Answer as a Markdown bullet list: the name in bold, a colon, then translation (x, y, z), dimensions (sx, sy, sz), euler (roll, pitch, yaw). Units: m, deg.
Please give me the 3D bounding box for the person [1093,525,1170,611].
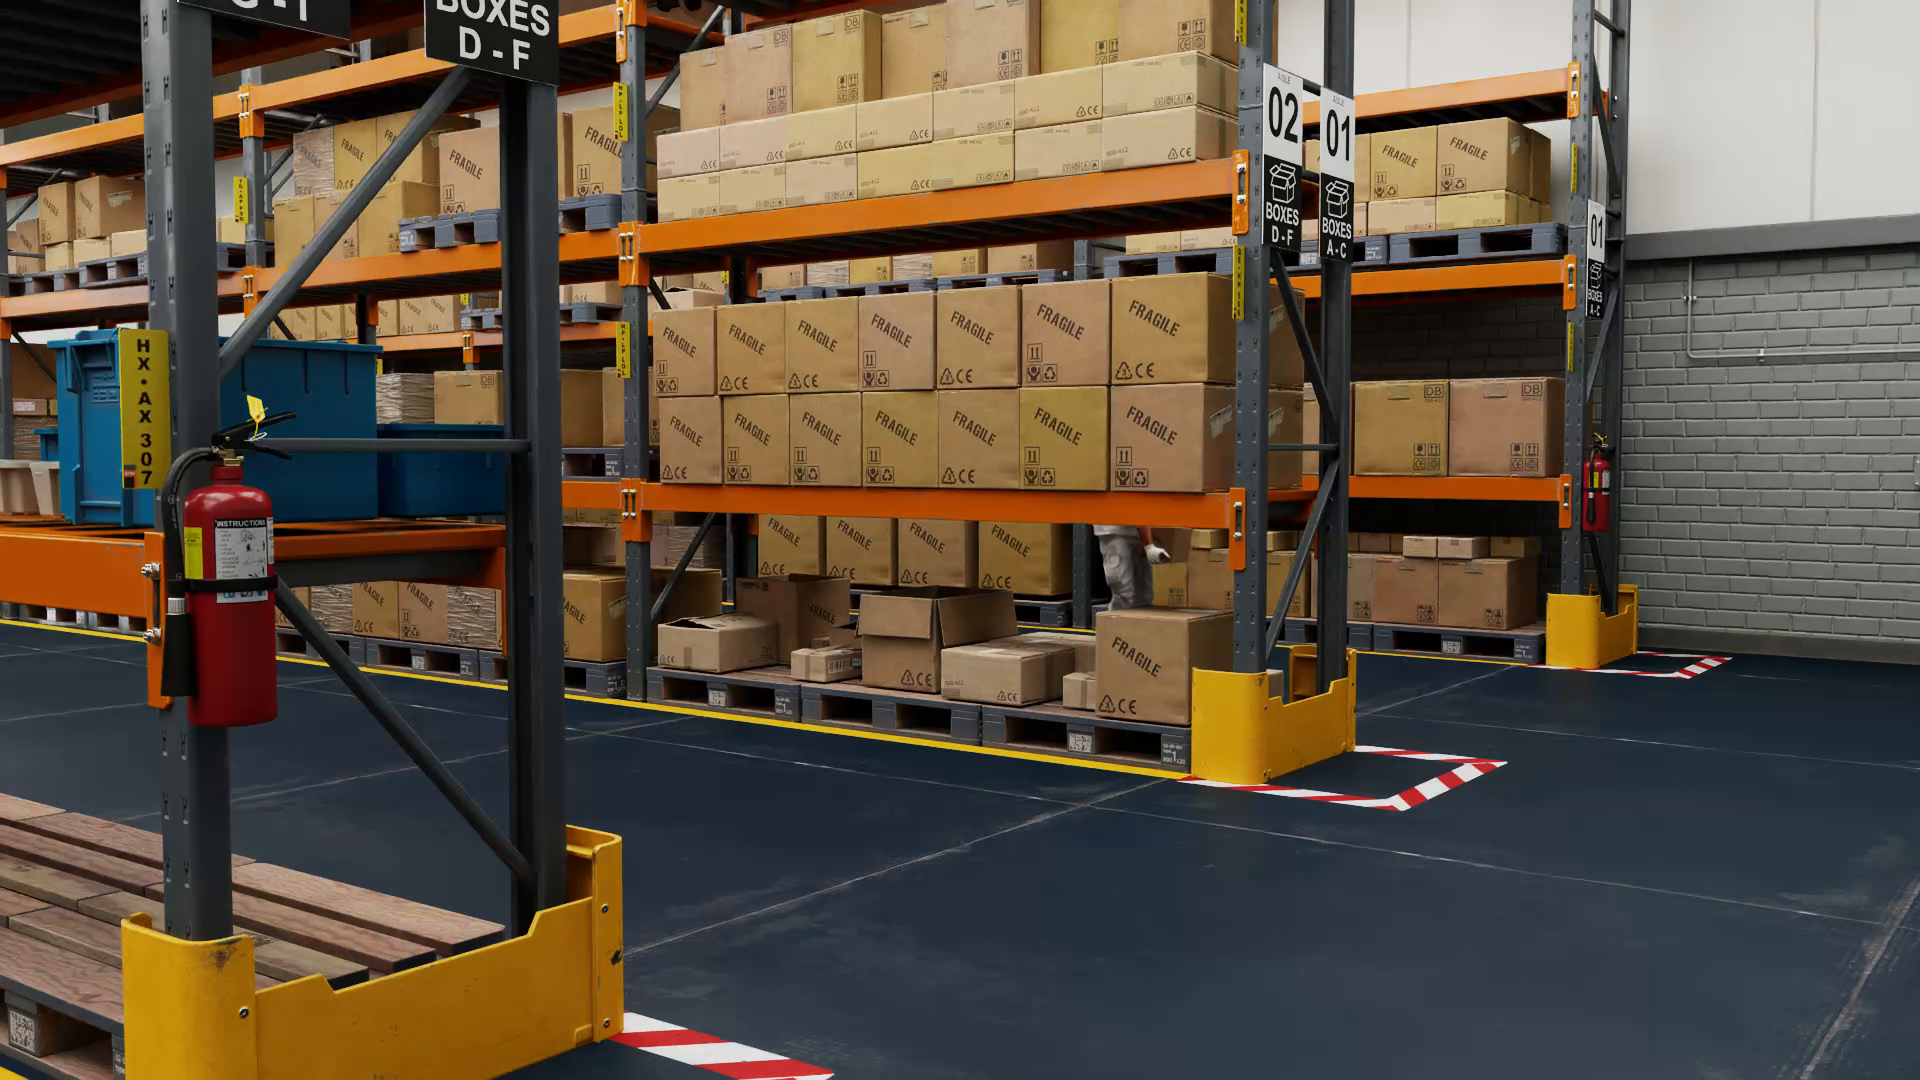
- **person**: translation (1.242, 0.031, 11.345), dimensions (0.638, 1.702, 0.488), euler (2, 4, 35)
